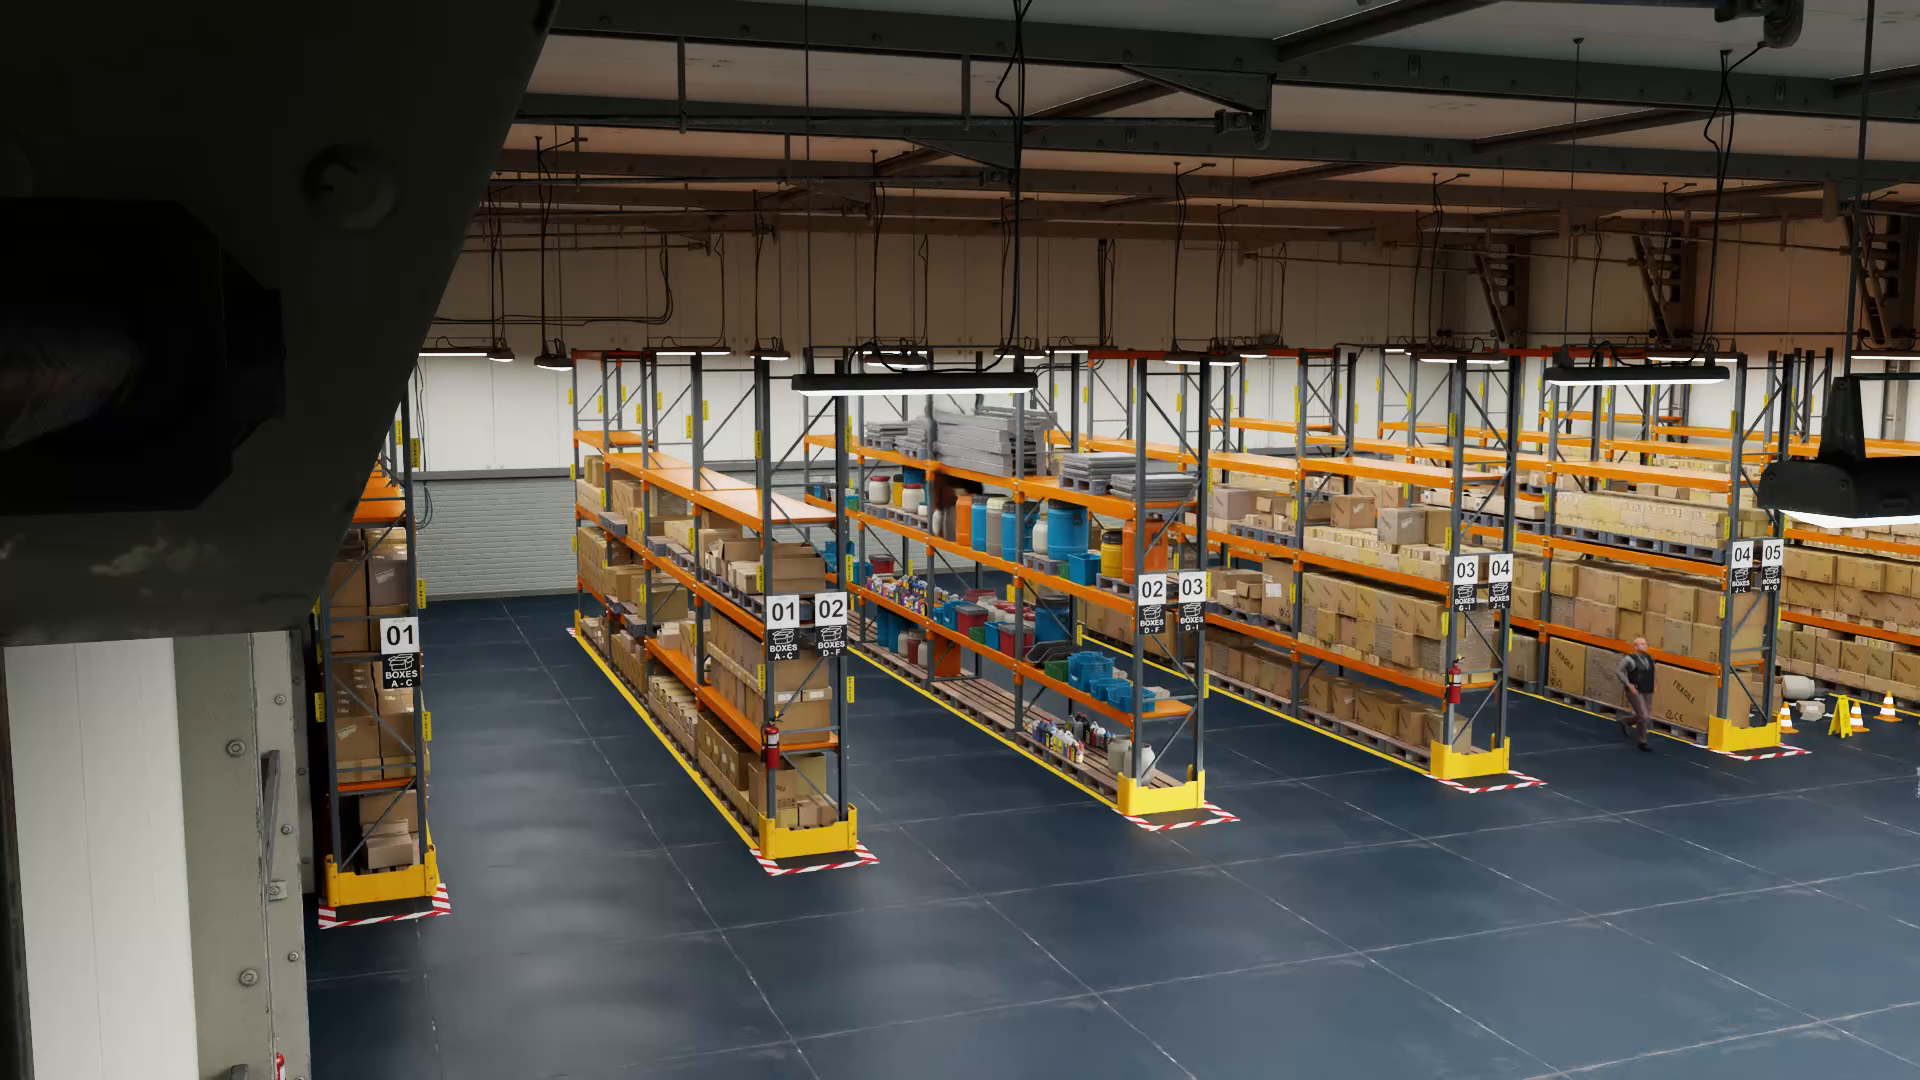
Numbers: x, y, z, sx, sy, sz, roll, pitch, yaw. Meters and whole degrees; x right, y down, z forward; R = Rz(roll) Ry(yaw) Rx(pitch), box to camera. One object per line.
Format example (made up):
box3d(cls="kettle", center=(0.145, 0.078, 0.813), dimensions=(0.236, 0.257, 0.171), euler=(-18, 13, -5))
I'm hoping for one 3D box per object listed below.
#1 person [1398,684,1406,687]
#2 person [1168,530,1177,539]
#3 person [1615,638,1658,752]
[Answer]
box3d(cls="person", center=(7.876, 1.741, 30.145), dimensions=(0.670, 1.716, 0.765), euler=(-3, 8, -25))
box3d(cls="person", center=(5.213, 0.452, 40.974), dimensions=(0.577, 1.601, 0.688), euler=(-6, 9, -41))
box3d(cls="person", center=(10.358, 2.330, 25.461), dimensions=(0.673, 1.702, 0.789), euler=(-3, 8, -22))
